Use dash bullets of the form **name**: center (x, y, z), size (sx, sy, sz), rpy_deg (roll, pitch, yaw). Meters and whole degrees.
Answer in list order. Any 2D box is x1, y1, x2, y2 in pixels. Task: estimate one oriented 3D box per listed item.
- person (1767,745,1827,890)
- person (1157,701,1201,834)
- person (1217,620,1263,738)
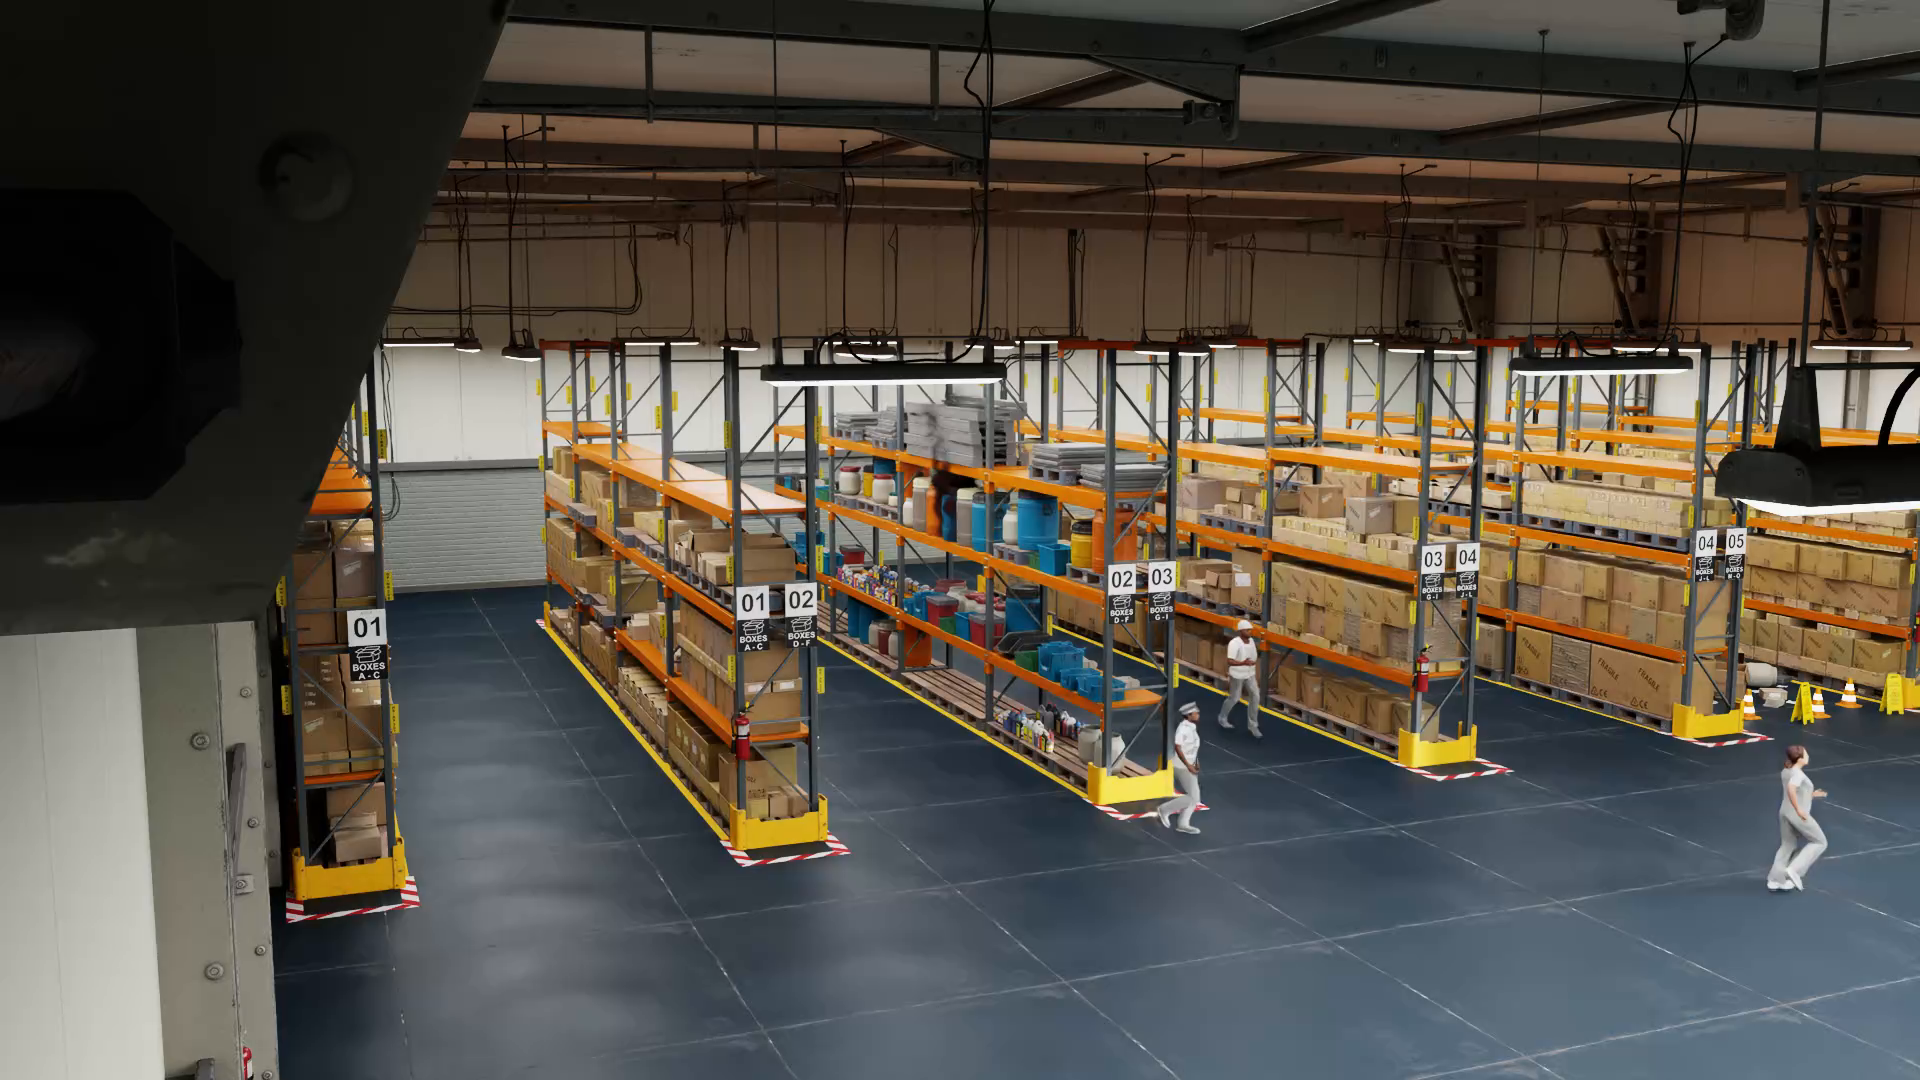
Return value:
- **person**: center (9.368, 3.093, 18.566), size (0.611, 1.637, 0.551), rpy_deg (-1, 7, -4)
- **person**: center (2.748, 2.828, 20.786), size (0.512, 1.653, 0.623), rpy_deg (1, 8, 10)
- **person**: center (4.341, 2.125, 25.660), size (0.635, 1.815, 0.841), rpy_deg (-5, 9, -33)
